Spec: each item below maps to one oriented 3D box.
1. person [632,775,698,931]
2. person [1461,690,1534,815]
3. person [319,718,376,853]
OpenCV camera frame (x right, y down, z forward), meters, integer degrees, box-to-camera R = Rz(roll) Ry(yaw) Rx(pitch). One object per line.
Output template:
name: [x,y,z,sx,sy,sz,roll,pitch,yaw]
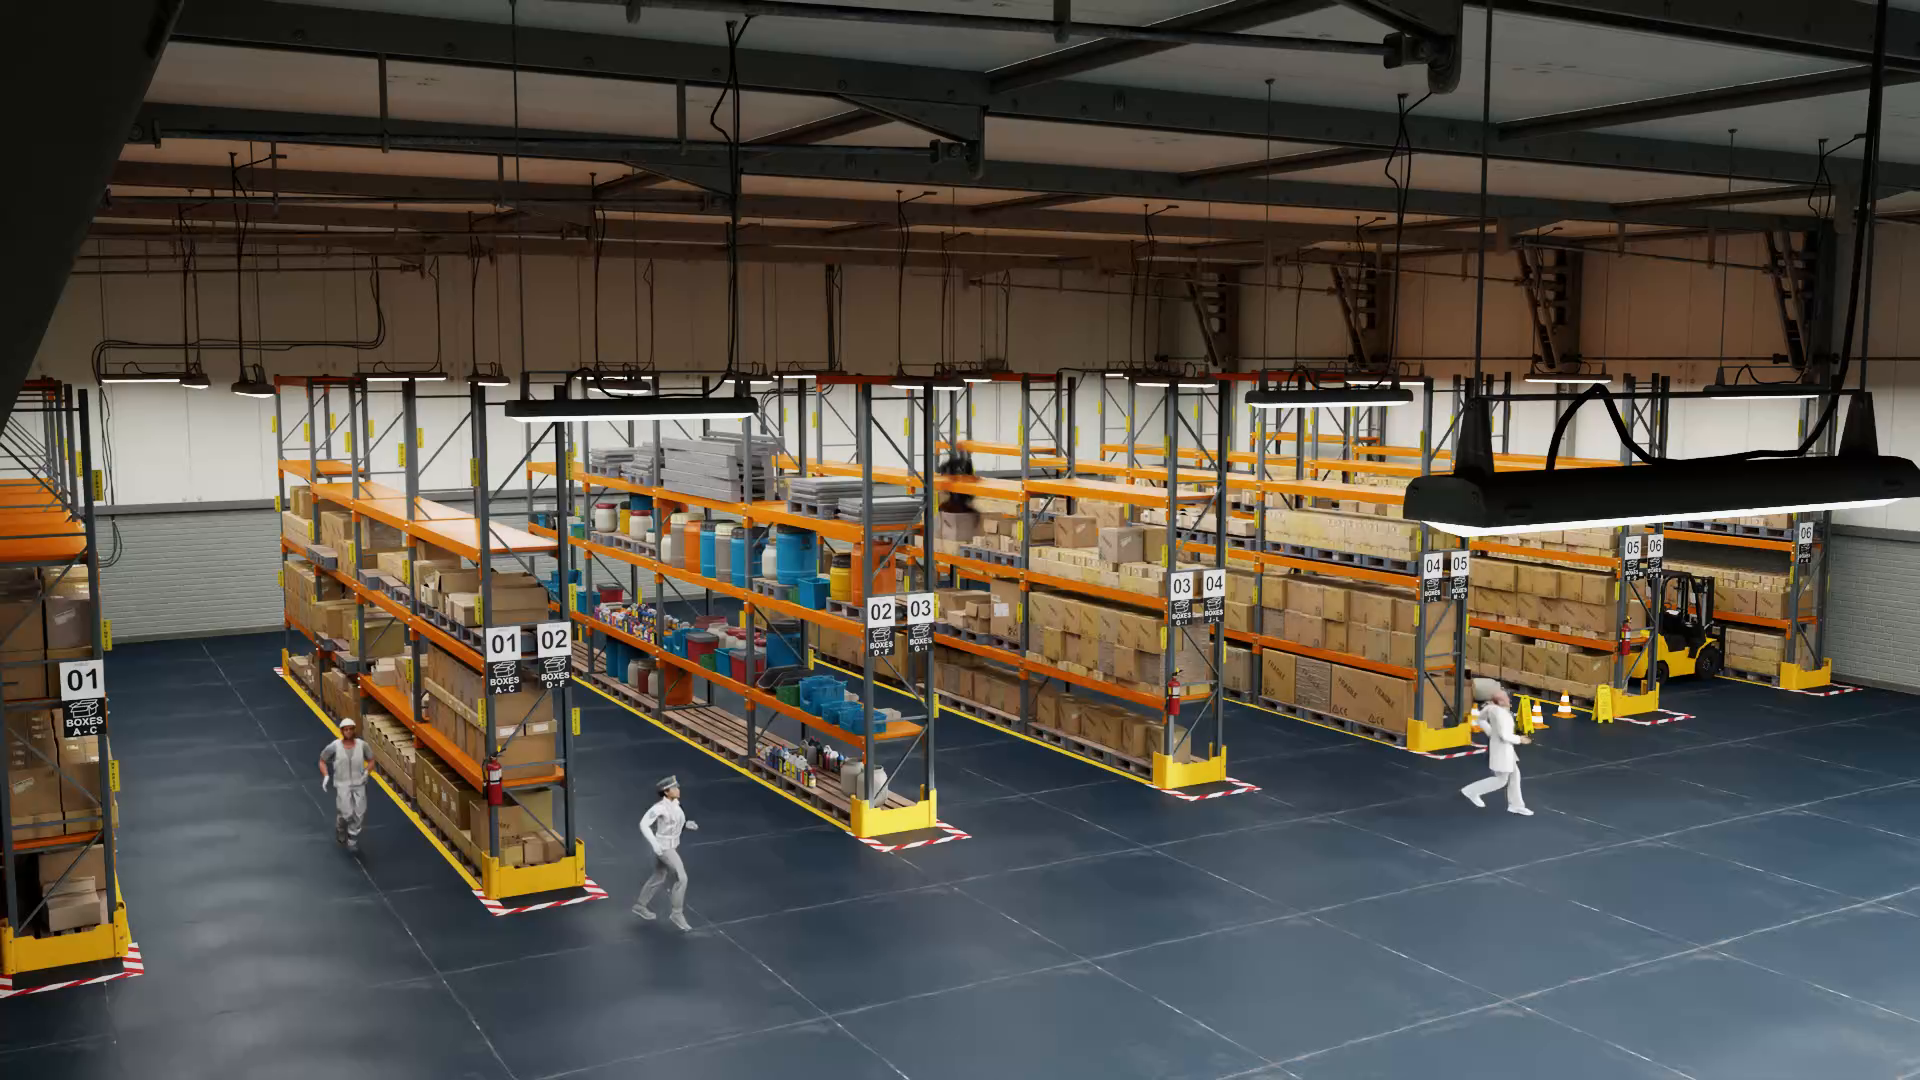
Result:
person: [-3.297,3.467,18.553,0.743,1.750,0.606,0,6,4]
person: [7.473,2.951,23.064,1.017,1.771,0.723,1,6,5]
person: [-7.787,3.145,21.239,0.665,1.737,0.582,-4,7,-31]
